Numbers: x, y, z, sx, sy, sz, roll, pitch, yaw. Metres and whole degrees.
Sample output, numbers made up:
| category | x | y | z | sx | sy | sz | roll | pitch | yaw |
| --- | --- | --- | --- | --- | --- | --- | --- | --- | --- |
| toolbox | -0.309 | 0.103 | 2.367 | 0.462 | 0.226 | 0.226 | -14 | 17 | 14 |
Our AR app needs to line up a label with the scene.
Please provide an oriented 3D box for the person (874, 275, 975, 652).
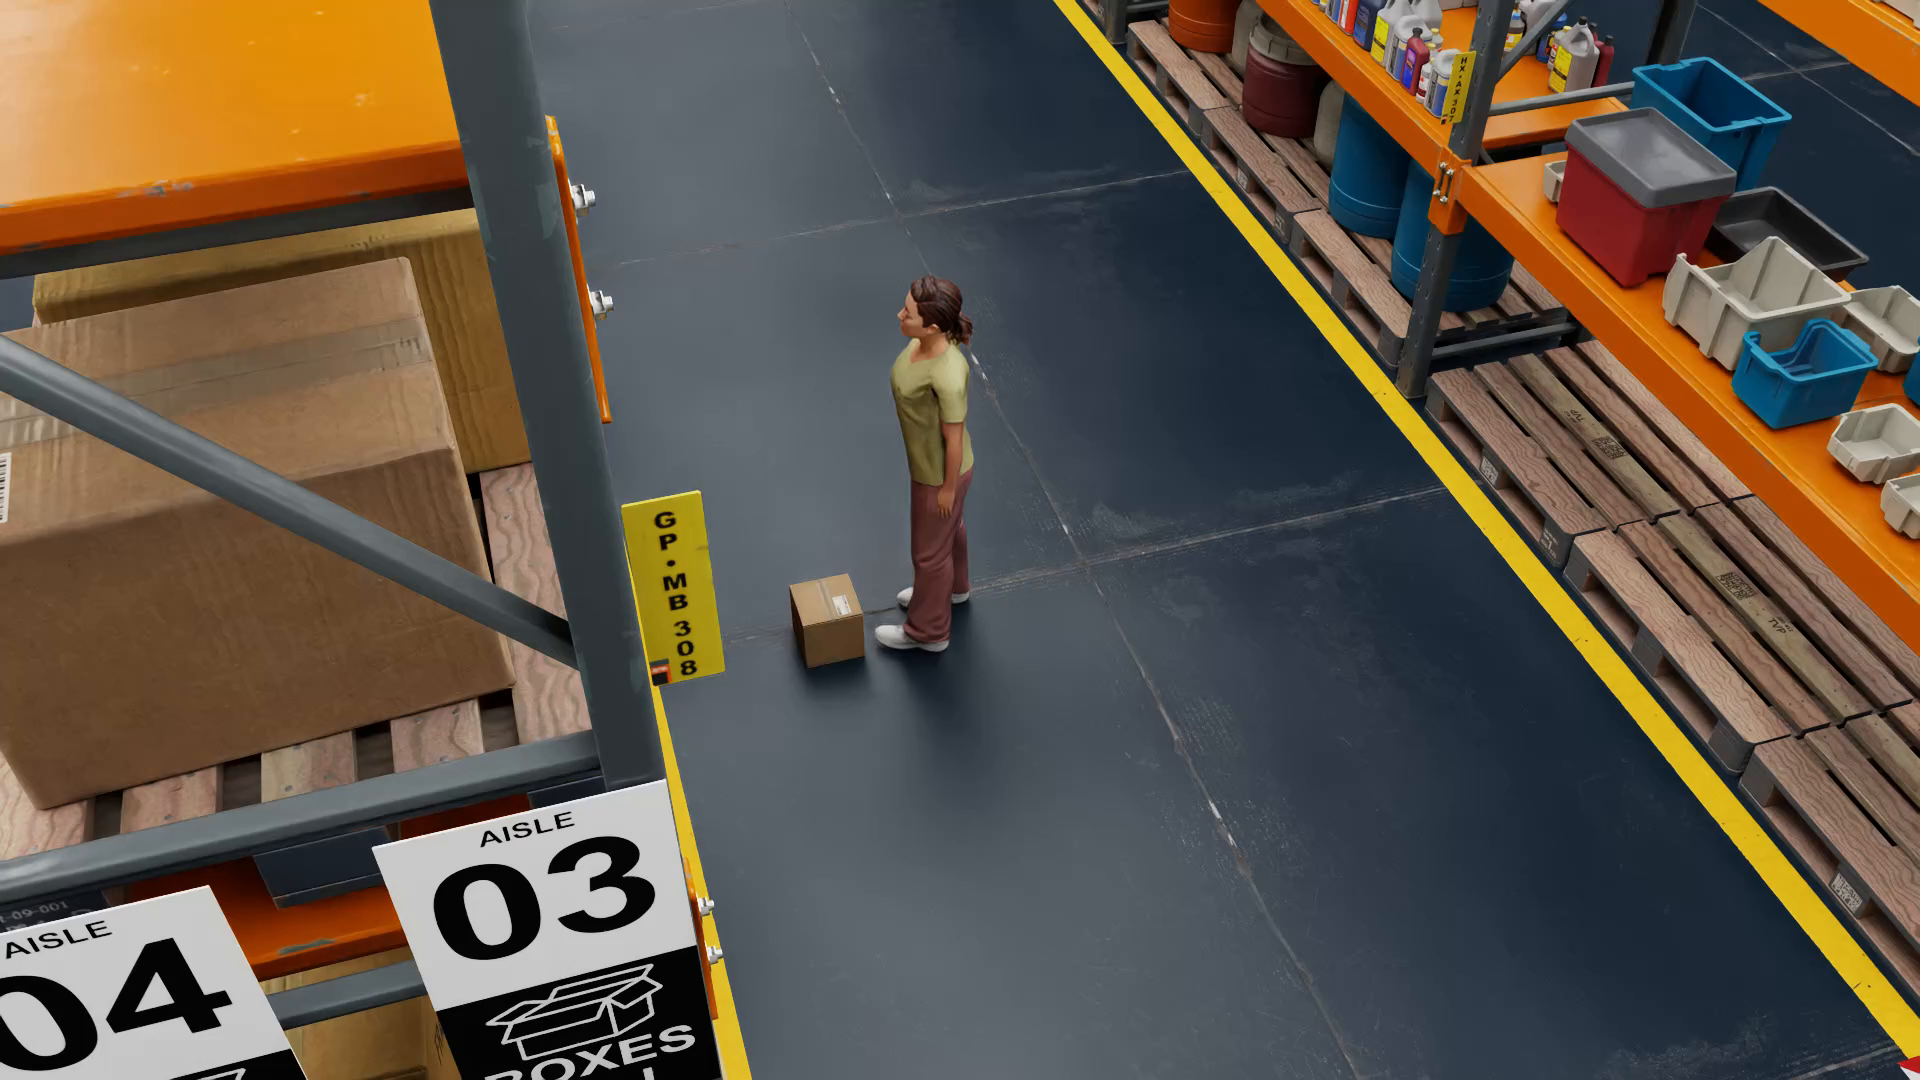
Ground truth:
| category | x | y | z | sx | sy | sz | roll | pitch | yaw |
| --- | --- | --- | --- | --- | --- | --- | --- | --- | --- |
| person | -0.155 | -0.292 | 6.452 | 0.442 | 1.674 | 0.491 | -6 | 43 | -7 |
